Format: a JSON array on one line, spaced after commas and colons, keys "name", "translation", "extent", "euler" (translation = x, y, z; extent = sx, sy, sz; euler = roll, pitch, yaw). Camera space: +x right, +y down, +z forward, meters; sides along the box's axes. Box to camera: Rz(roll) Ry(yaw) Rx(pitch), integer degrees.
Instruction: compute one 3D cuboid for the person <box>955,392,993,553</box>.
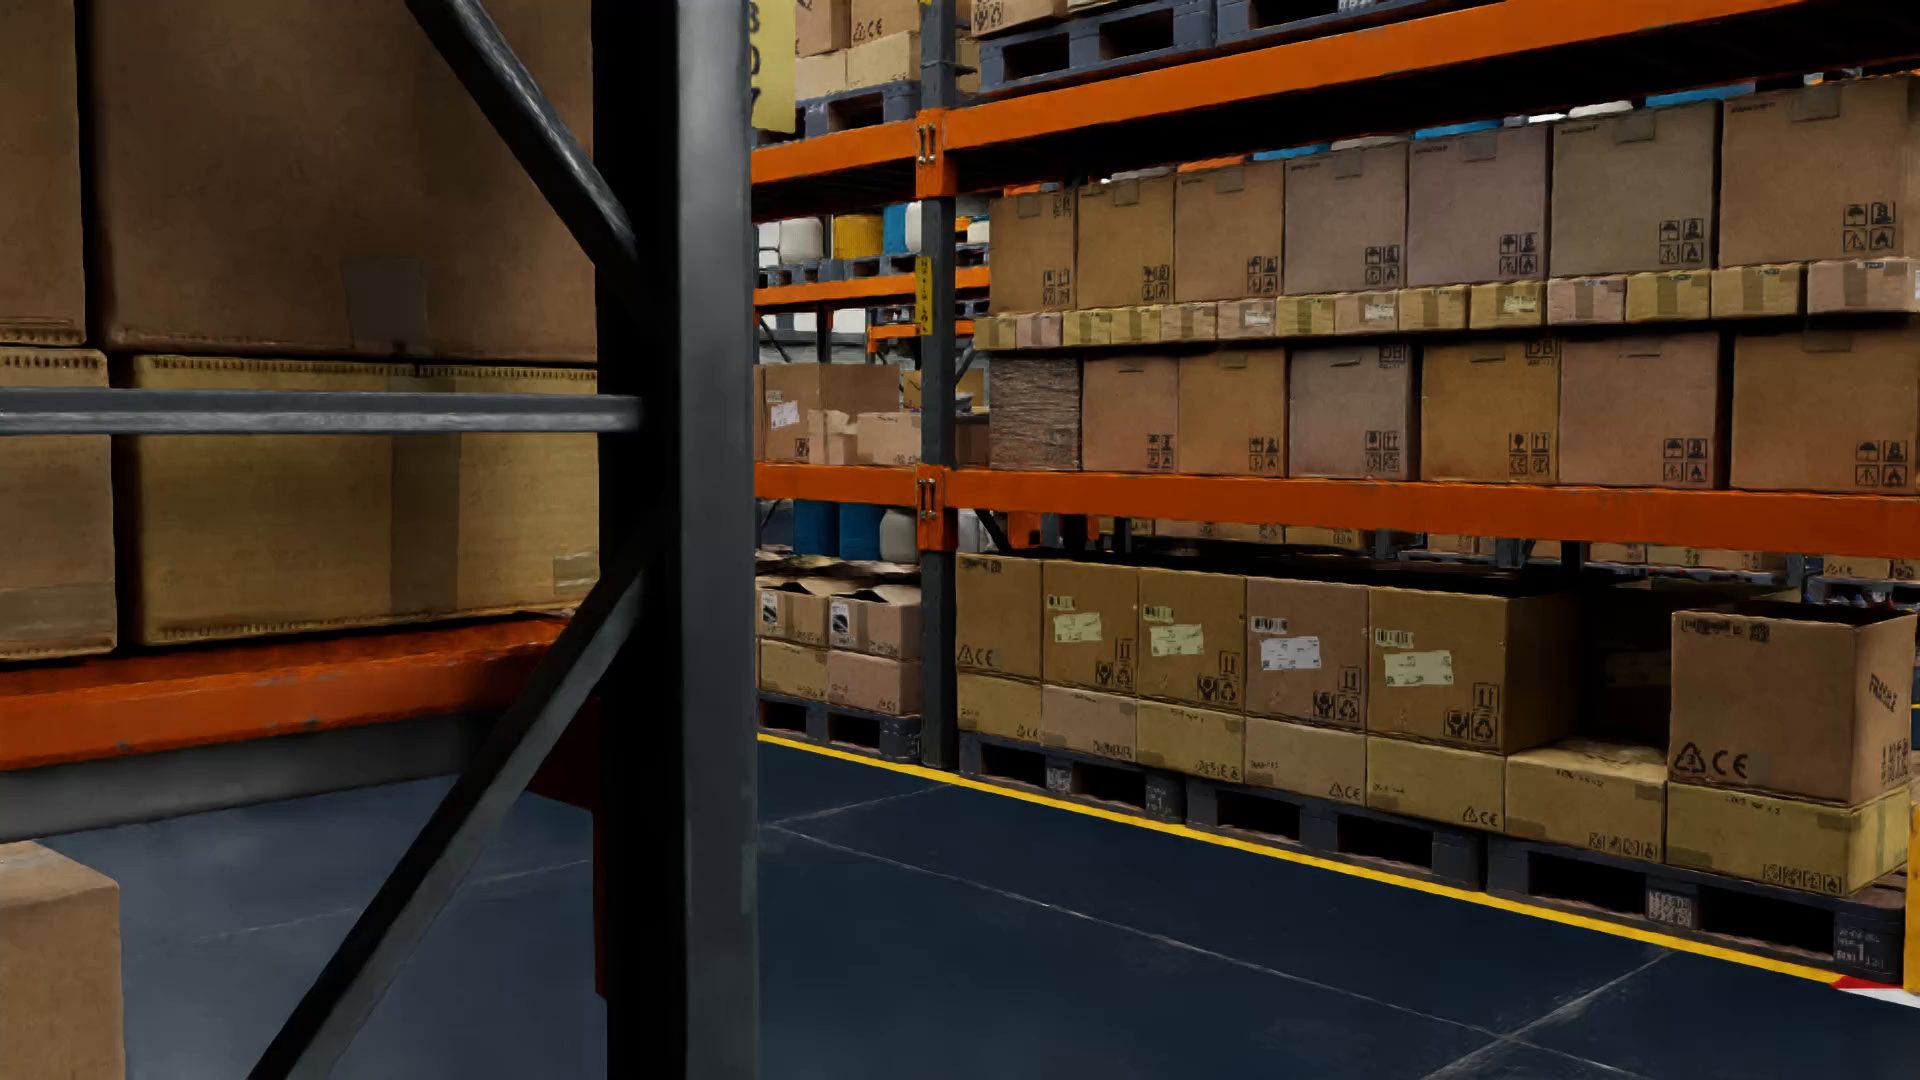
[{"name": "person", "translation": [-0.003, -0.098, 10.498], "extent": [0.553, 1.672, 0.489], "euler": [3, 5, 33]}]
